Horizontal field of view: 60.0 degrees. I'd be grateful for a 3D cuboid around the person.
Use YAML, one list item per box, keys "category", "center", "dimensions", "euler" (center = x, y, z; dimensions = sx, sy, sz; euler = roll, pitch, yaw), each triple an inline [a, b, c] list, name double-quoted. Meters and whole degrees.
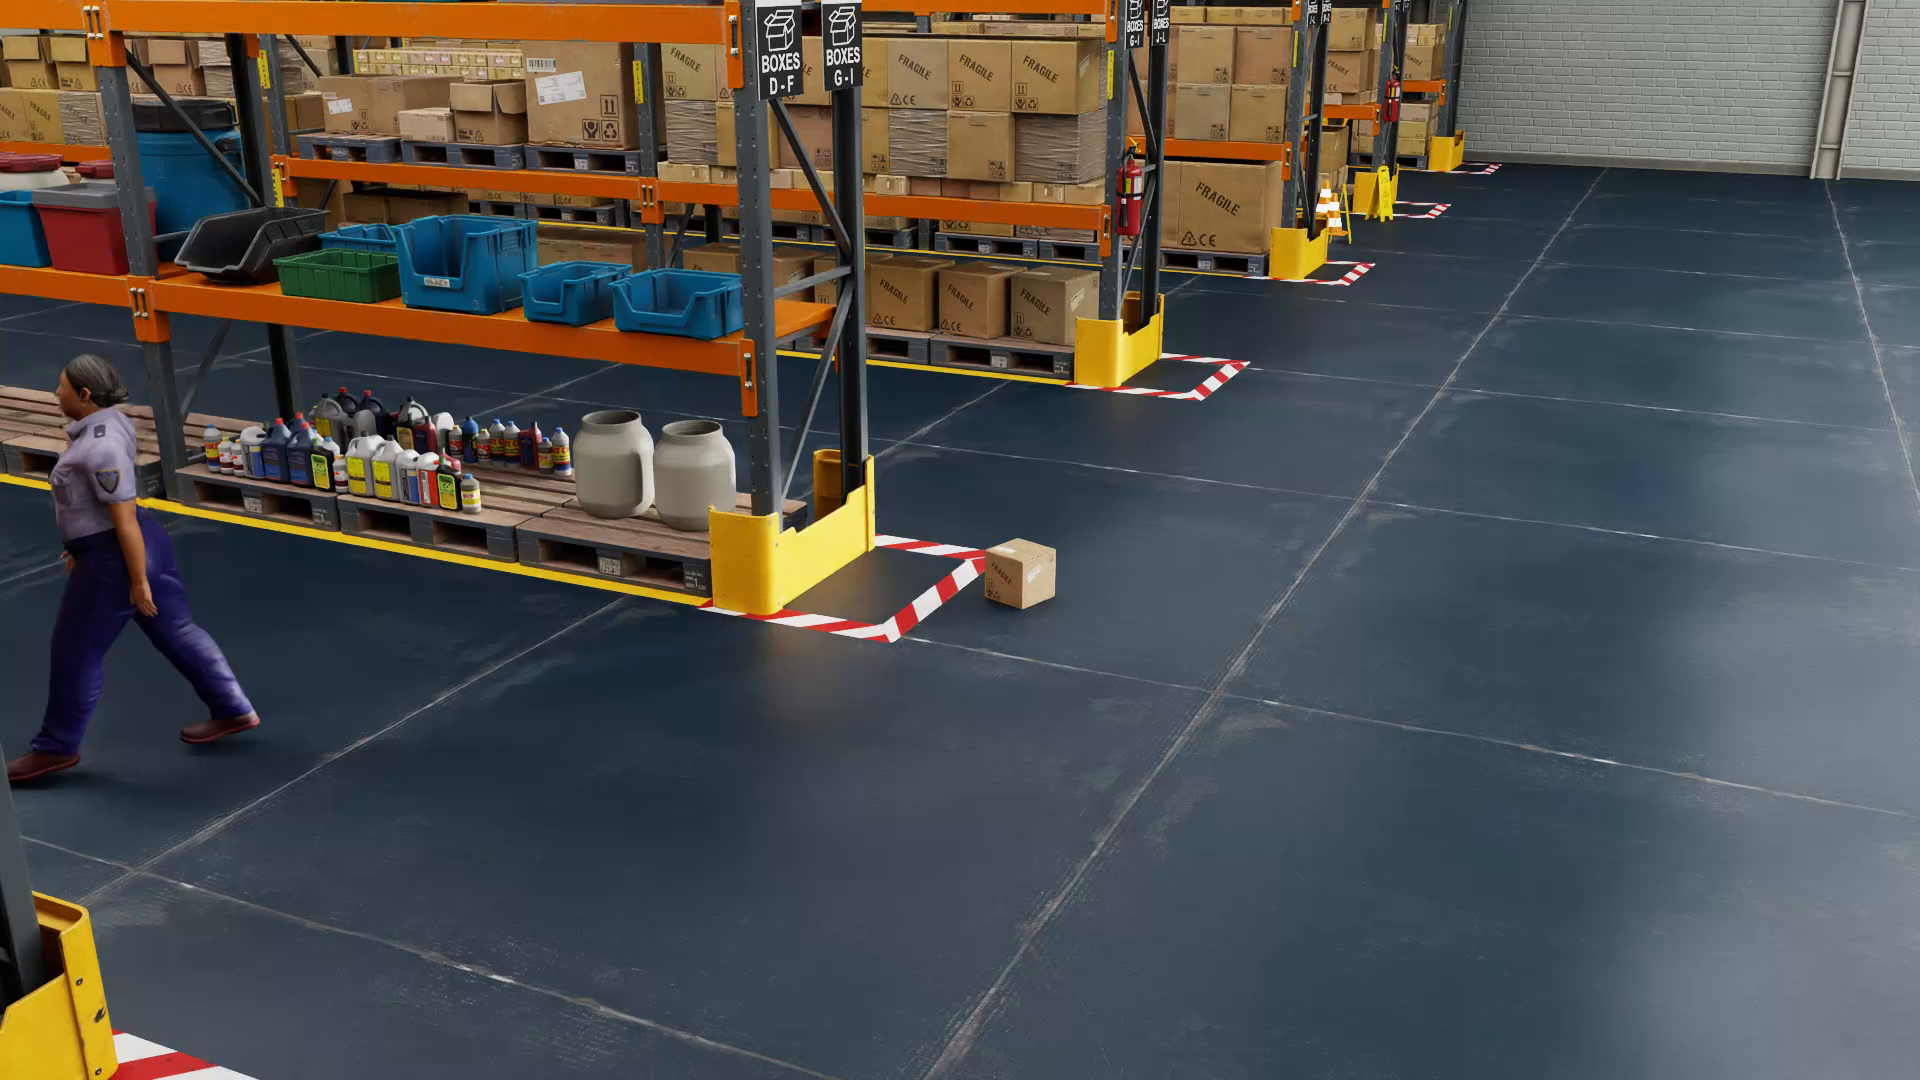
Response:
- category: "person"
  center: [-3.278, 0.078, 6.338]
  dimensions: [0.936, 1.601, 0.503]
  euler: [-4, 20, -13]
